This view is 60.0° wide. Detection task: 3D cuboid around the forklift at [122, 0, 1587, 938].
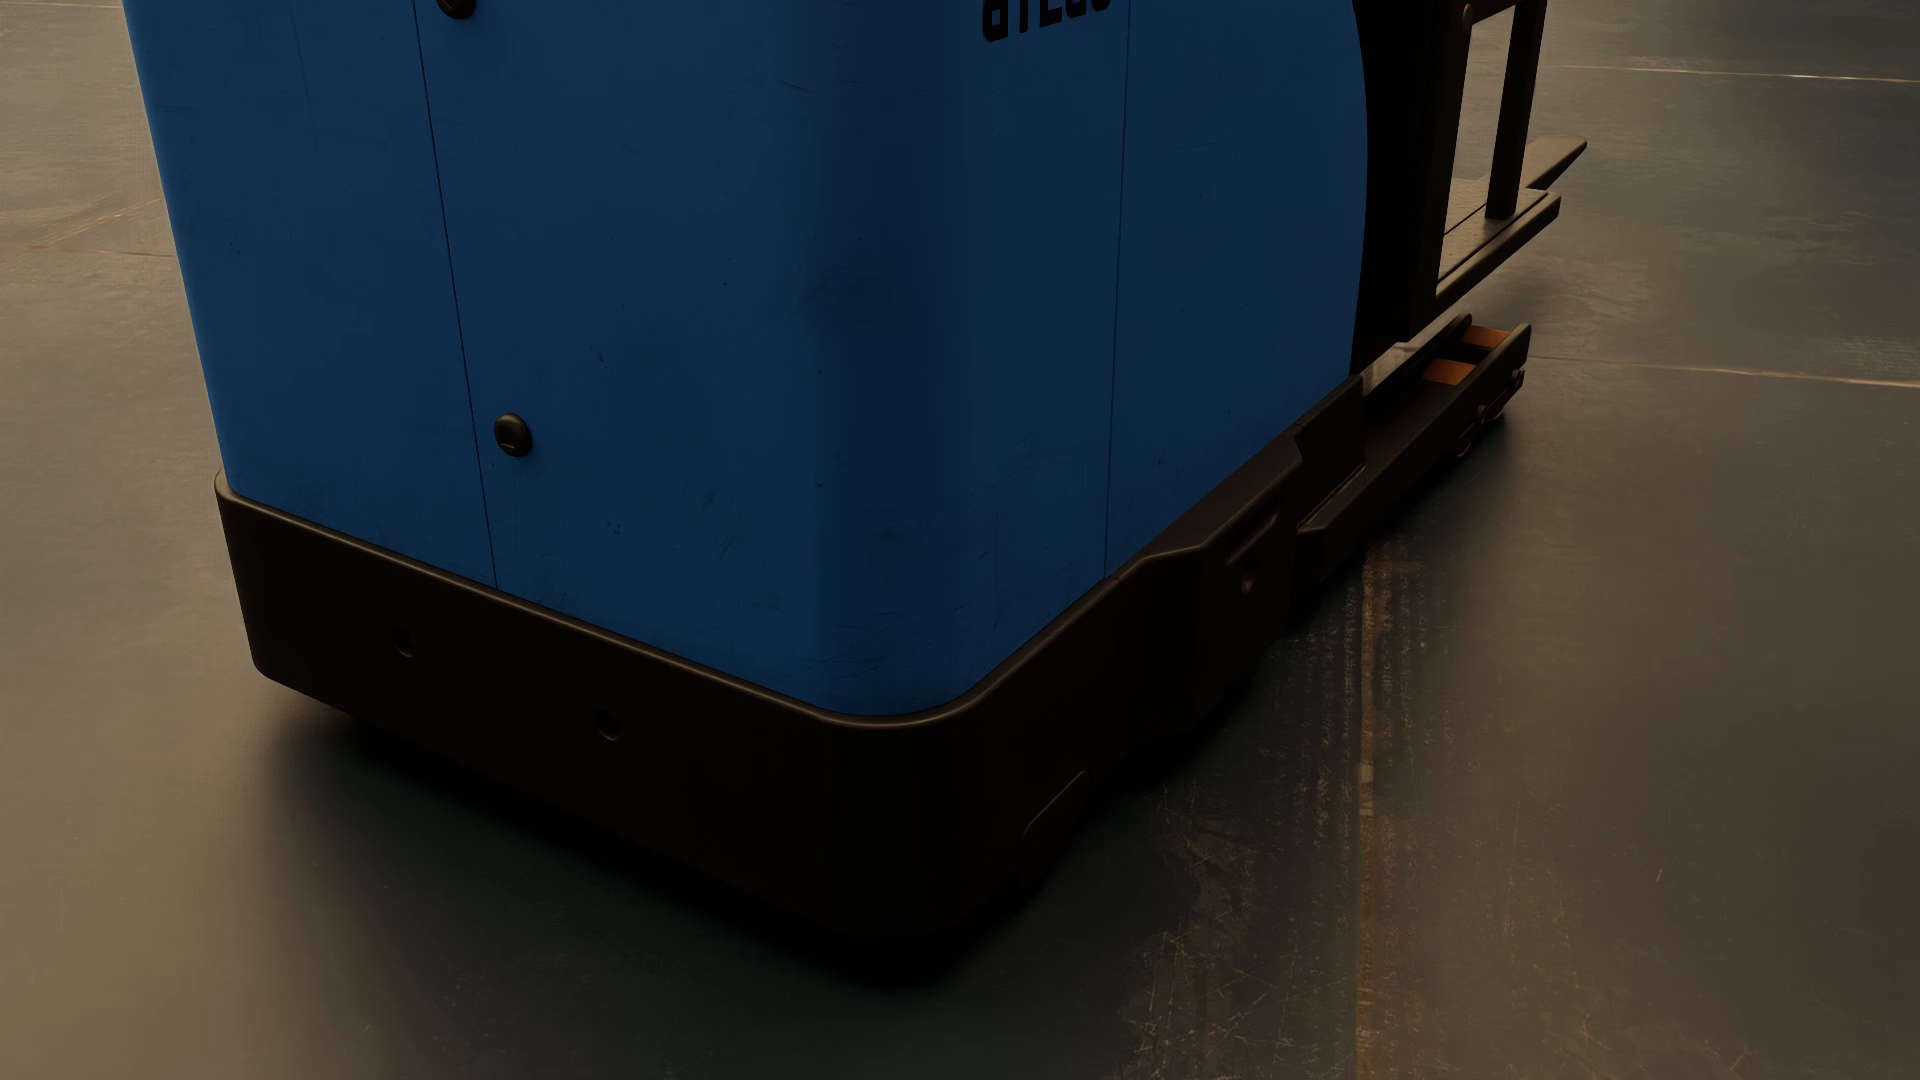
[{"bbox_3d":[0.341,-1.547,2.312,1.130,2.935,3.031,16,31,29],"label":"forklift"}]
